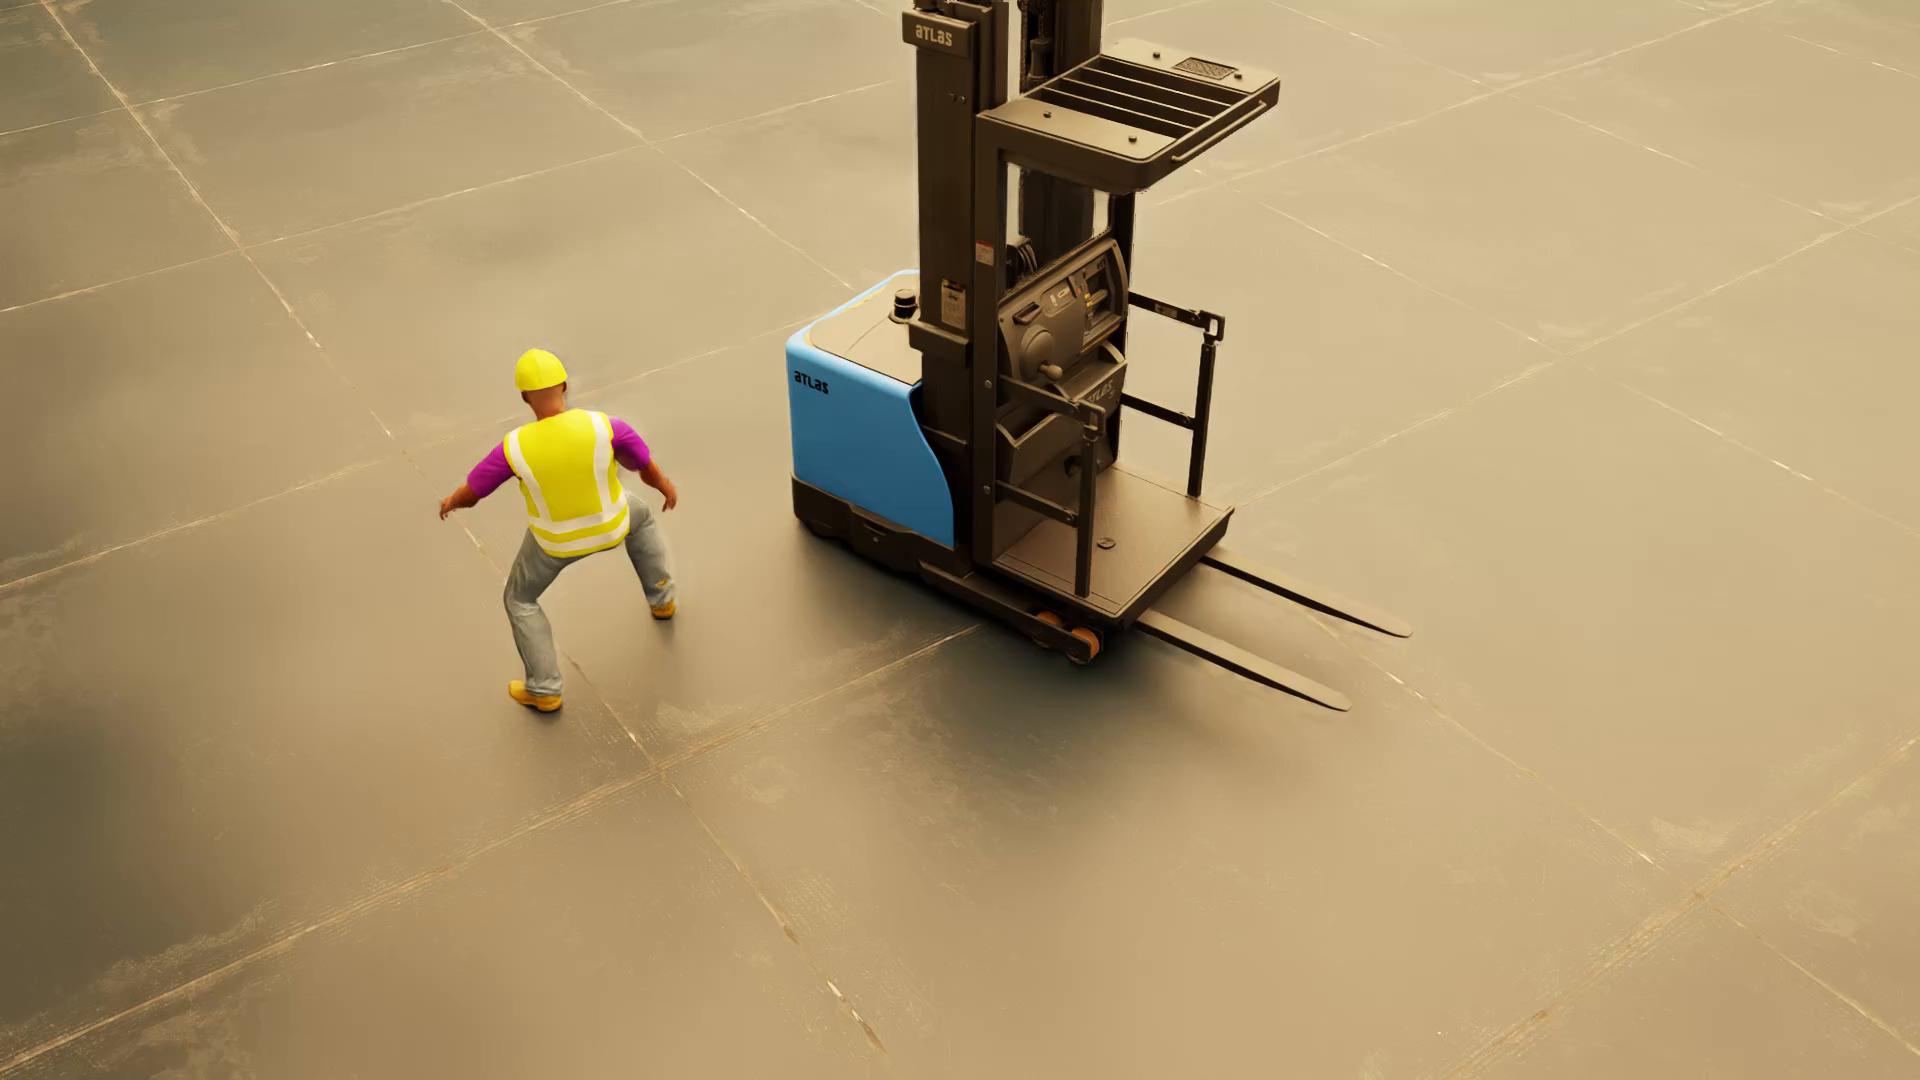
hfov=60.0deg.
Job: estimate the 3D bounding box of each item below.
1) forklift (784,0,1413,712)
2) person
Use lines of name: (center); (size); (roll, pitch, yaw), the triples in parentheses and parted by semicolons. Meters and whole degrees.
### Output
forklift: (0.631, -0.971, 7.258); (3.031, 2.935, 1.130); (24, 43, 29)
person: (-1.727, -0.114, 7.230); (1.020, 1.630, 0.720); (-11, 38, -15)
